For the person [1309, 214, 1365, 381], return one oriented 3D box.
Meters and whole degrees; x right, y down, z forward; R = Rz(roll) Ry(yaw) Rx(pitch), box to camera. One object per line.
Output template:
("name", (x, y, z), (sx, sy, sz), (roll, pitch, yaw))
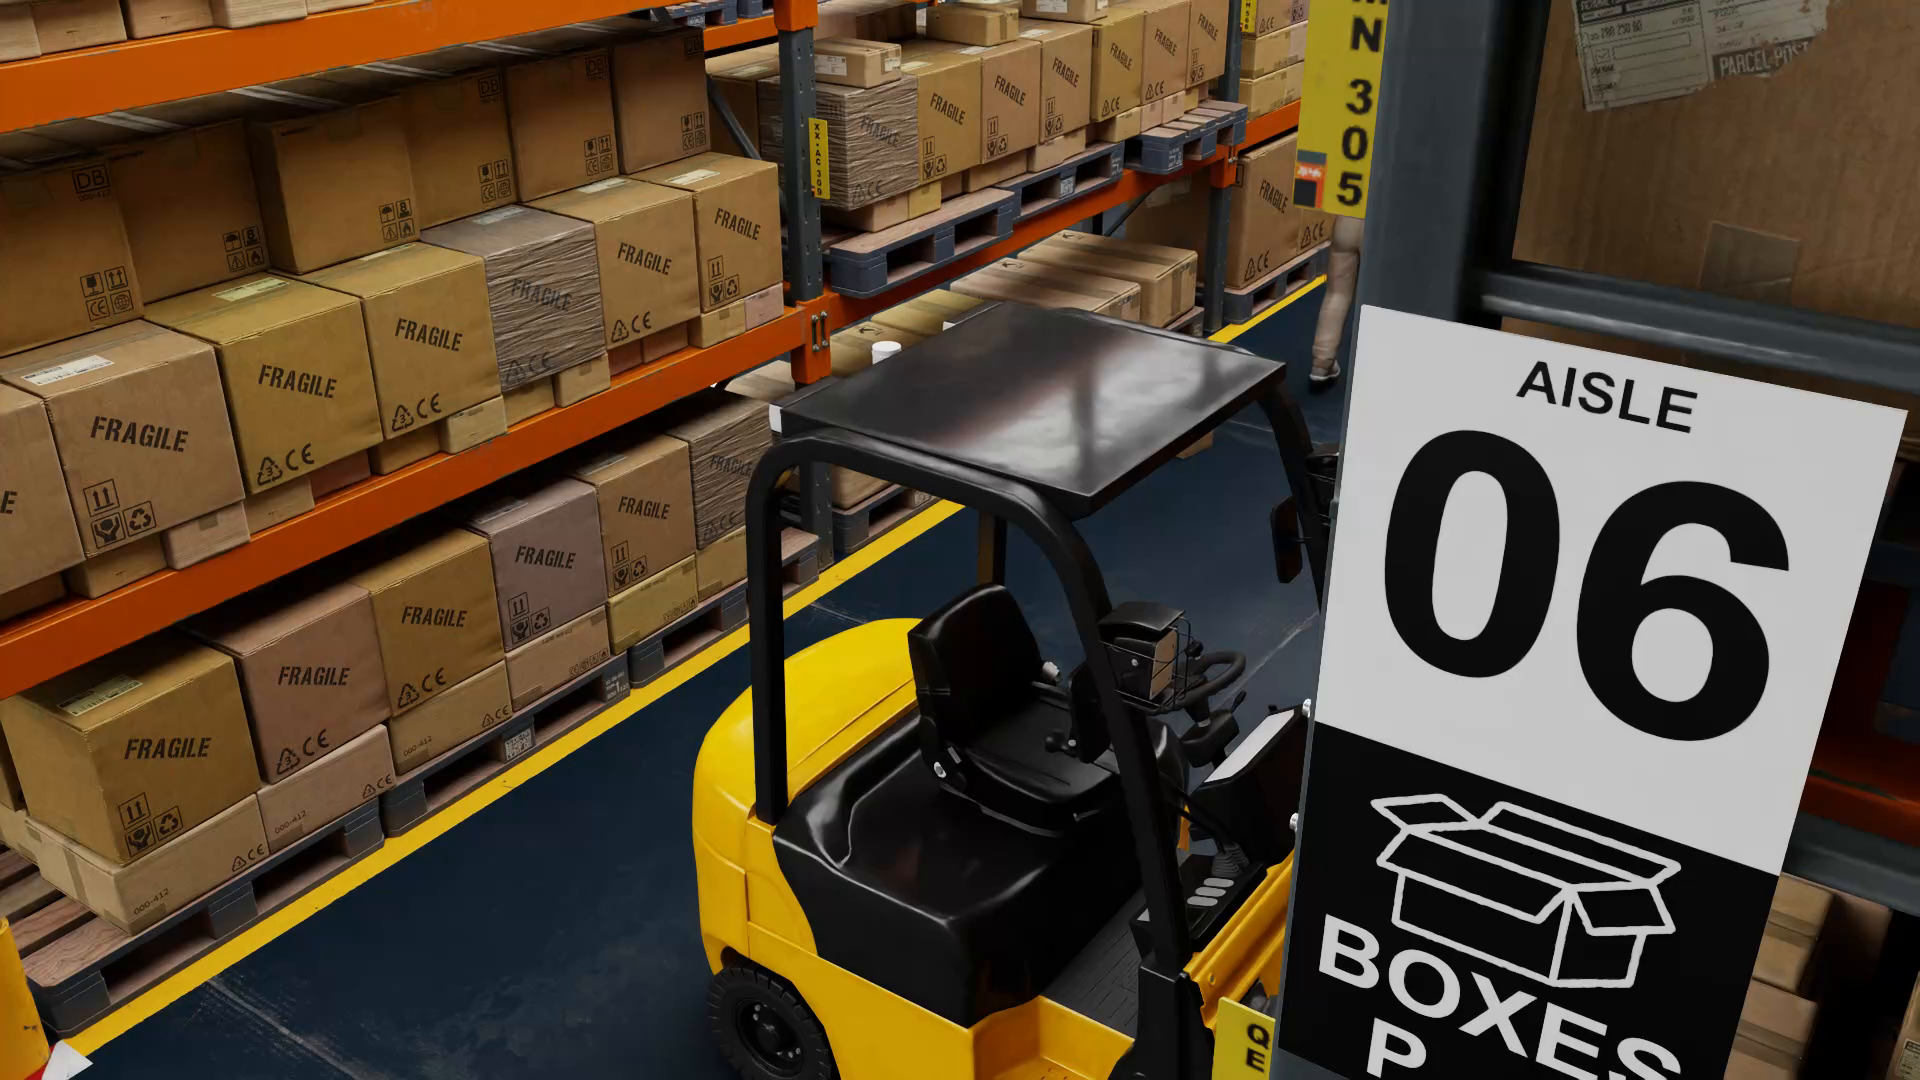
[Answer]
("person", (2.401, -1.813, 9.707), (0.540, 1.659, 1.041), (17, 31, 30))
